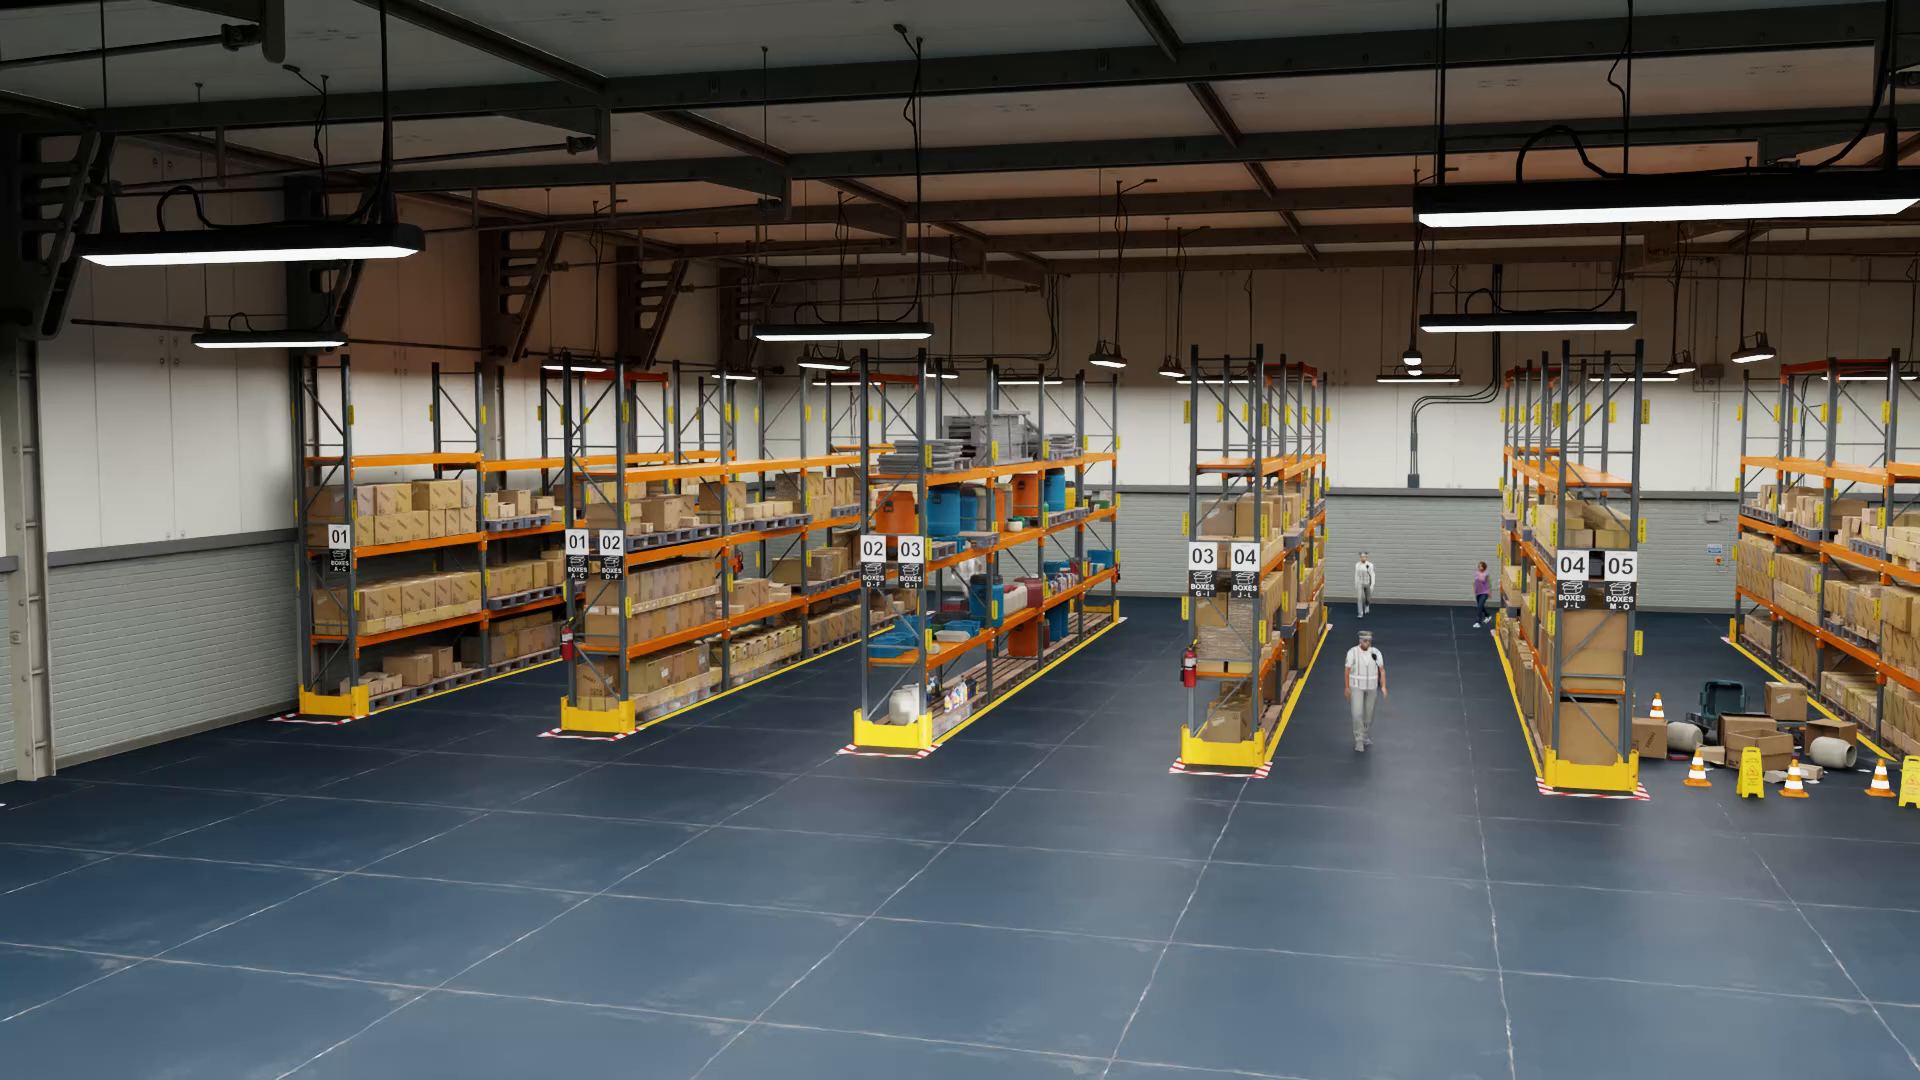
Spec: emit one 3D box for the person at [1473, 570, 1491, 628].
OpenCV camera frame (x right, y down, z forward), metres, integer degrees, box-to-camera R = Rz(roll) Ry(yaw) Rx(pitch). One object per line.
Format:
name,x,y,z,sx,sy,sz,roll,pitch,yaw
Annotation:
person,12.354,1.373,39.297,0.964,1.321,0.354,-4,6,-41

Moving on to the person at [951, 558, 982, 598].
person,0.170,1.015,41.712,0.755,1.803,0.788,-1,4,-15

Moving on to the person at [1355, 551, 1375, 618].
person,10.041,1.079,41.235,0.482,1.632,0.853,1,4,13

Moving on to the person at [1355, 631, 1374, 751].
person,6.087,2.256,25.090,0.333,1.782,0.637,0,4,-3
